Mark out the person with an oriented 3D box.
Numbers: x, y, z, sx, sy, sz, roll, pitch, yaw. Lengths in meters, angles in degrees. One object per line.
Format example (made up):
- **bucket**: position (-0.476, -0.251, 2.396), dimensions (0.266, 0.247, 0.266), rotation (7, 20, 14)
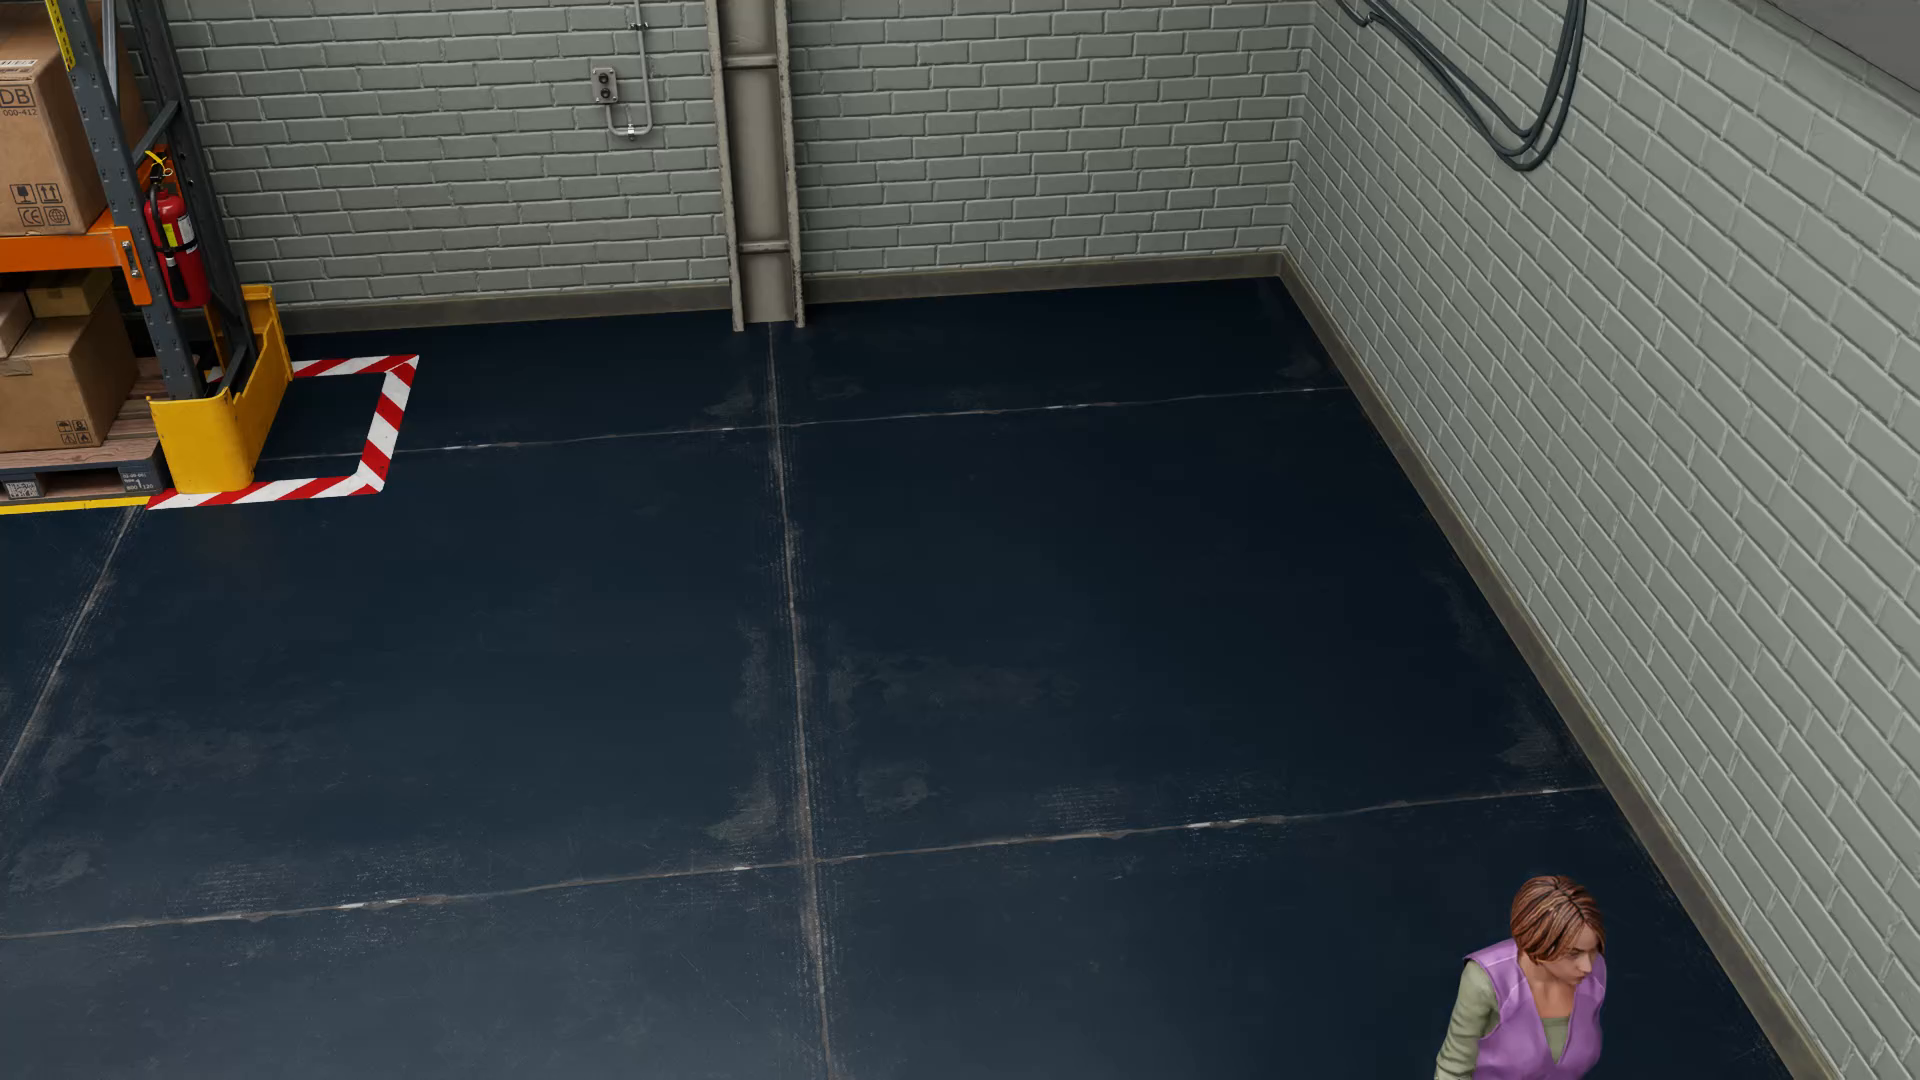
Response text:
- **person**: position (1.327, 1.393, 4.154), dimensions (0.421, 1.575, 0.646), rotation (-5, 36, -7)
